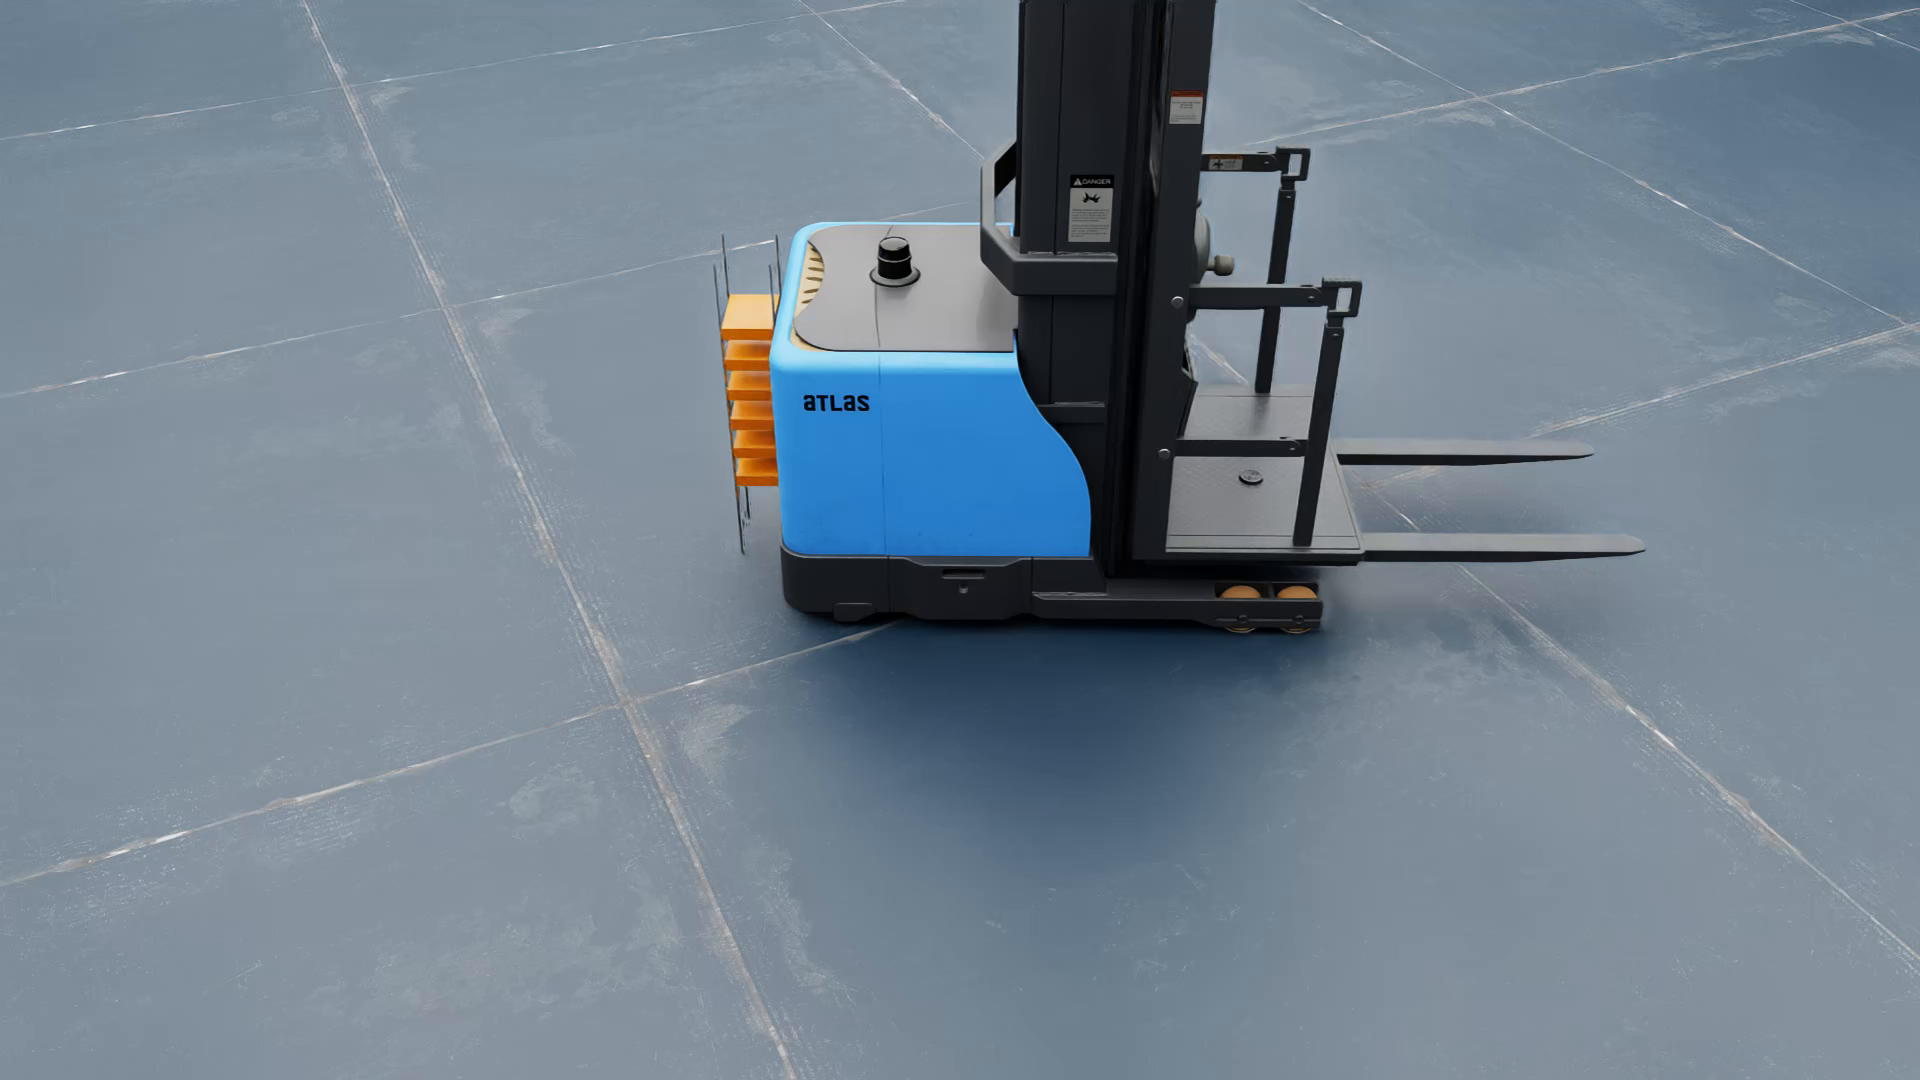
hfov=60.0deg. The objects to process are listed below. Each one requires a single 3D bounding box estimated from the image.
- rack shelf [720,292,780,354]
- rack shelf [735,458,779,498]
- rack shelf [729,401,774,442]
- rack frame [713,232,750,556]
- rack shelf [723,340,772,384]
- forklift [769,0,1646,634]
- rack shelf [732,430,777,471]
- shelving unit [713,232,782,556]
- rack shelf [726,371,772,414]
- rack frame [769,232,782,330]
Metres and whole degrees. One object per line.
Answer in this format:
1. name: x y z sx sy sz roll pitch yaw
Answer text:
1. rack shelf: -0.715 -0.747 5.721 0.180 0.103 0.258 0 37 0
2. rack shelf: -0.715 -0.266 6.078 0.180 0.103 0.258 0 37 0
3. rack shelf: -0.715 -0.458 5.935 0.180 0.103 0.258 0 37 0
4. rack frame: -0.807 -0.495 5.910 0.006 1.200 0.240 0 37 0
5. rack shelf: -0.715 -0.651 5.792 0.180 0.103 0.258 0 37 0
6. forklift: 0.897 -1.171 5.369 3.031 2.935 1.130 0 37 0
7. rack shelf: -0.715 -0.362 6.007 0.180 0.103 0.258 0 37 0
8. shelving unit: -0.715 -0.494 5.909 0.189 1.200 0.258 0 37 0
9. rack shelf: -0.715 -0.555 5.864 0.180 0.103 0.258 0 37 0
10. rack frame: -0.624 -0.493 5.908 0.006 1.200 0.240 0 37 0
